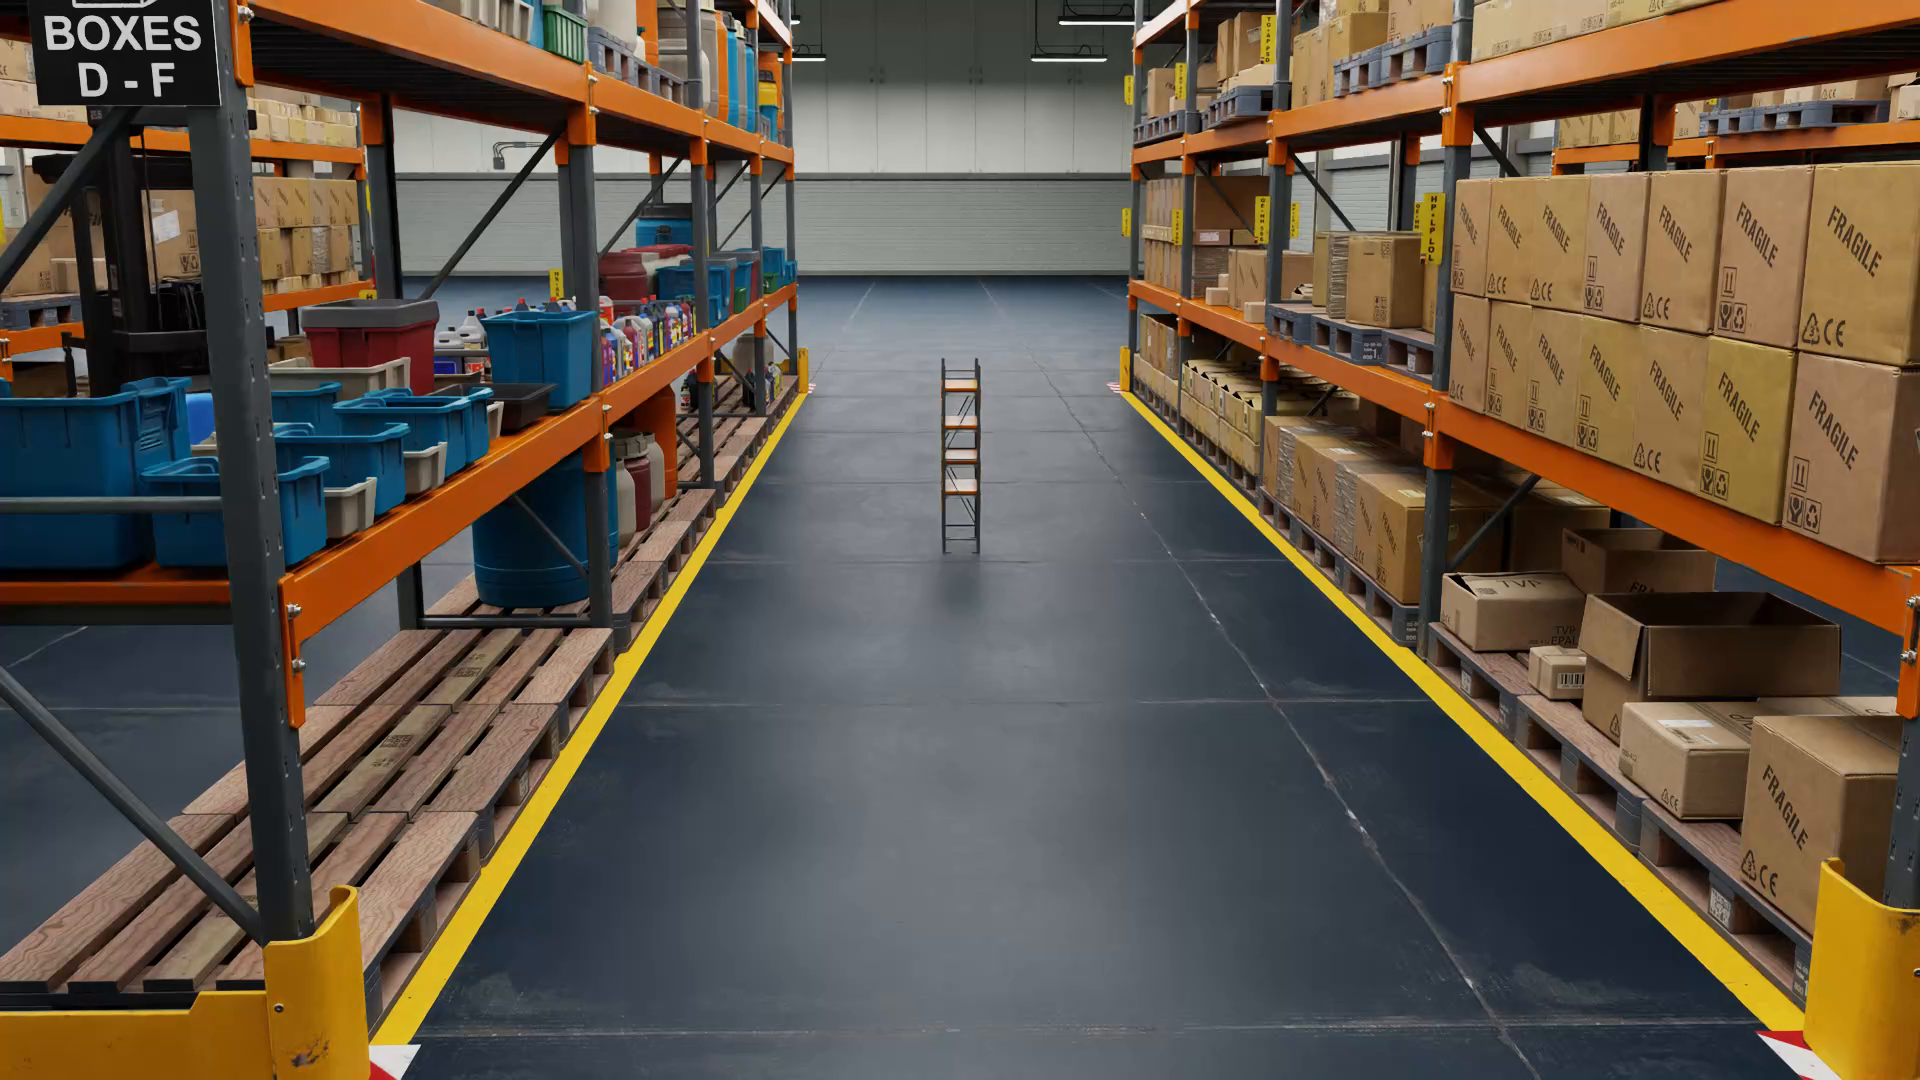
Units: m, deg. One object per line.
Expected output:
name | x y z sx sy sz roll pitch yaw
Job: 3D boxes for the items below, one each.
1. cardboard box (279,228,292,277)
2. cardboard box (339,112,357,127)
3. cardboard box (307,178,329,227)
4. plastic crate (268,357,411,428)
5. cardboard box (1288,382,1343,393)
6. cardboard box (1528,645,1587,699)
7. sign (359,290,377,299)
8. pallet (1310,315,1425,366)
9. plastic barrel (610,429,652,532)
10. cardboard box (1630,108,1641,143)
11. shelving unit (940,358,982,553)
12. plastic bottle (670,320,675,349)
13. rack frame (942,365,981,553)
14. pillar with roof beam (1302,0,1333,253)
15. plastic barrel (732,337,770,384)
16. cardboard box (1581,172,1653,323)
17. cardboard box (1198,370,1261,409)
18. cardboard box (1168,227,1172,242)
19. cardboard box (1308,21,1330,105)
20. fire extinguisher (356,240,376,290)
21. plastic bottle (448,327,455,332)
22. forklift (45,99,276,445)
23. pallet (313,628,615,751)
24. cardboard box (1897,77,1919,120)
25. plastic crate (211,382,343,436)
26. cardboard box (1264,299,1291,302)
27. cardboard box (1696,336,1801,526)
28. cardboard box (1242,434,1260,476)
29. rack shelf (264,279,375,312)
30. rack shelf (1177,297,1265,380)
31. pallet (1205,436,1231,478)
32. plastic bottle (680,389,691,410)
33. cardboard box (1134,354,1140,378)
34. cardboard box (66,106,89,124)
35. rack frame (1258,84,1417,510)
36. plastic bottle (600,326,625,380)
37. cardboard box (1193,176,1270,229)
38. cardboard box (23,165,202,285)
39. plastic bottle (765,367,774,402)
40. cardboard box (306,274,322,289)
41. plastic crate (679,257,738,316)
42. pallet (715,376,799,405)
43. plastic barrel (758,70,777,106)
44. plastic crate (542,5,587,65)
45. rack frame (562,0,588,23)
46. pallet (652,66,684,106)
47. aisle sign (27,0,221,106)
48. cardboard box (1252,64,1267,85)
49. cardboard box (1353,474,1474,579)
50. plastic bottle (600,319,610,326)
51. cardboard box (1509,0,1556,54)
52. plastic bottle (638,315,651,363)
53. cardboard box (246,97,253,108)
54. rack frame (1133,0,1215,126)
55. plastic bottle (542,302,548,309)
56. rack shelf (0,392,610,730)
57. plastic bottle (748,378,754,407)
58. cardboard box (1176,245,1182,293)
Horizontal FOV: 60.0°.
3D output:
cardboard box | -7.343 -2.921 16.911 0.875 0.500 0.500 0 11 -1
cardboard box | -7.074 -4.771 18.861 0.380 0.149 0.250 0 11 -1
cardboard box | -7.110 -3.610 17.797 0.500 0.500 0.500 0 11 -1
plastic crate | -2.345 -0.535 6.298 0.437 0.282 0.530 0 11 -1
cardboard box | 2.933 -1.127 13.517 0.500 0.311 0.500 -1 11 -3
cardboard box | 2.580 0.542 6.864 0.380 0.166 0.250 0 11 -1
sign | -2.742 -1.001 7.755 0.100 0.325 0.005 0 11 -1
pallet | 2.722 -1.202 9.922 1.003 0.211 1.213 0 11 -1
plastic barrel | -2.224 -0.365 10.324 0.600 0.588 0.708 0 11 -1
cardboard box | 7.243 -4.337 17.049 0.500 0.500 0.500 -1 11 -3
shelving unit | 0.003 -0.555 10.778 0.258 1.200 0.503 0 11 -1
plastic bottle | -1.839 -1.302 10.431 0.097 0.201 0.097 0 11 0
rack frame | 0.008 -0.507 10.539 0.240 1.200 0.015 0 11 -1
pillar with roof beam | 3.668 -9.659 36.035 9.100 9.000 0.548 0 11 -1
plastic barrel | -2.340 -2.010 18.621 0.421 0.512 0.421 0 11 0
cardboard box | 2.522 -1.024 5.797 0.500 0.500 0.500 0 11 1
cardboard box | 2.371 -1.325 14.495 0.500 0.311 0.500 -1 11 -3
cardboard box | 2.350 -3.150 17.159 0.380 0.149 0.250 0 11 0
cardboard box | 2.731 -3.014 10.573 0.910 0.500 0.500 0 11 -1
fire extinguisher | -6.934 -3.220 19.579 0.296 0.674 0.183 0 11 -1
plastic bottle | -2.574 -0.933 8.409 0.061 0.283 0.133 0 11 -1
forklift | -5.341 -1.522 11.191 1.130 2.935 3.031 -10 15 -40
pallet | -2.138 0.645 7.349 1.003 0.211 1.213 0 11 -1
cardboard box | 7.345 -3.282 12.320 0.500 0.311 0.500 0 11 -1
plastic crate | -2.408 -0.427 5.890 0.416 0.233 0.300 0 11 -1
cardboard box | 2.595 -1.813 13.081 0.380 0.149 0.250 1 11 3
cardboard box | 2.547 -0.332 4.901 0.500 0.500 0.500 0 11 -1
cardboard box | 2.423 -0.644 12.550 0.500 0.250 0.500 0 11 0
rack shelf | -7.351 -2.483 17.561 1.077 0.370 4.000 0 11 -1
rack shelf | 2.636 -1.727 13.839 1.077 0.370 4.000 0 11 -1
pallet | 2.677 -0.722 14.085 1.003 0.211 1.213 0 11 -1
plastic bottle | -2.677 -1.373 16.214 0.097 0.201 0.097 0 11 0
cardboard box | 2.301 -2.023 19.348 0.500 0.250 0.500 0 11 -1
cardboard box | -7.012 -3.338 12.800 0.500 0.250 0.500 0 11 0
rack frame | 2.678 -1.682 11.808 1.000 3.000 0.127 0 11 -1
plastic bottle | -1.828 -0.973 8.624 0.152 0.276 0.135 0 11 -1
cardboard box | 2.579 -3.251 16.023 0.700 0.500 0.500 0 11 -1
cardboard box | -7.433 -2.779 14.648 1.000 1.000 1.000 0 11 -1
plastic bottle | -1.963 -1.575 16.834 0.144 0.351 0.185 -1 11 -4
cardboard box | -7.044 -2.756 17.732 0.380 0.149 0.250 0 11 -1
plastic crate | -2.002 -2.017 13.294 0.402 0.464 0.583 0 11 -1
pallet | -2.380 -1.710 18.957 1.003 0.211 1.213 0 11 -1
plastic barrel | -2.290 -4.795 18.077 0.600 0.588 0.600 0 11 0
plastic crate | -1.881 -2.151 7.106 0.450 0.188 0.662 0 11 -1
rack frame | -2.192 -3.808 7.195 1.000 3.000 0.127 0 11 -1
pallet | -2.357 -2.888 10.680 1.003 0.211 1.213 0 11 -1
aisle sign | -1.811 -1.334 3.550 0.394 0.787 0.004 0 11 -1
cardboard box | 2.583 -3.593 13.000 0.500 0.250 0.500 0 11 -2
cardboard box | 2.462 -0.073 9.056 0.500 0.500 0.500 0 11 -1
plastic bottle | -1.992 -1.084 9.170 0.152 0.276 0.135 0 11 -1
cardboard box | 2.529 -2.087 6.634 0.500 0.250 0.500 0 11 -1
plastic bottle | -1.820 -1.152 9.515 0.097 0.271 0.097 0 11 0
cardboard box | -7.066 -4.202 16.059 0.380 0.149 0.250 0 11 -1
rack frame | 2.512 -6.213 19.050 1.000 3.000 0.127 0 11 -1
plastic bottle | -2.618 -1.354 10.481 0.061 0.283 0.133 0 11 -1
rack shelf | -2.151 -0.118 5.904 1.077 0.370 4.000 0 11 -1
plastic bottle | -2.066 -1.471 16.491 0.061 0.283 0.133 0 11 -1
cardboard box | 2.562 -2.720 16.669 0.700 0.500 0.500 0 11 -2
